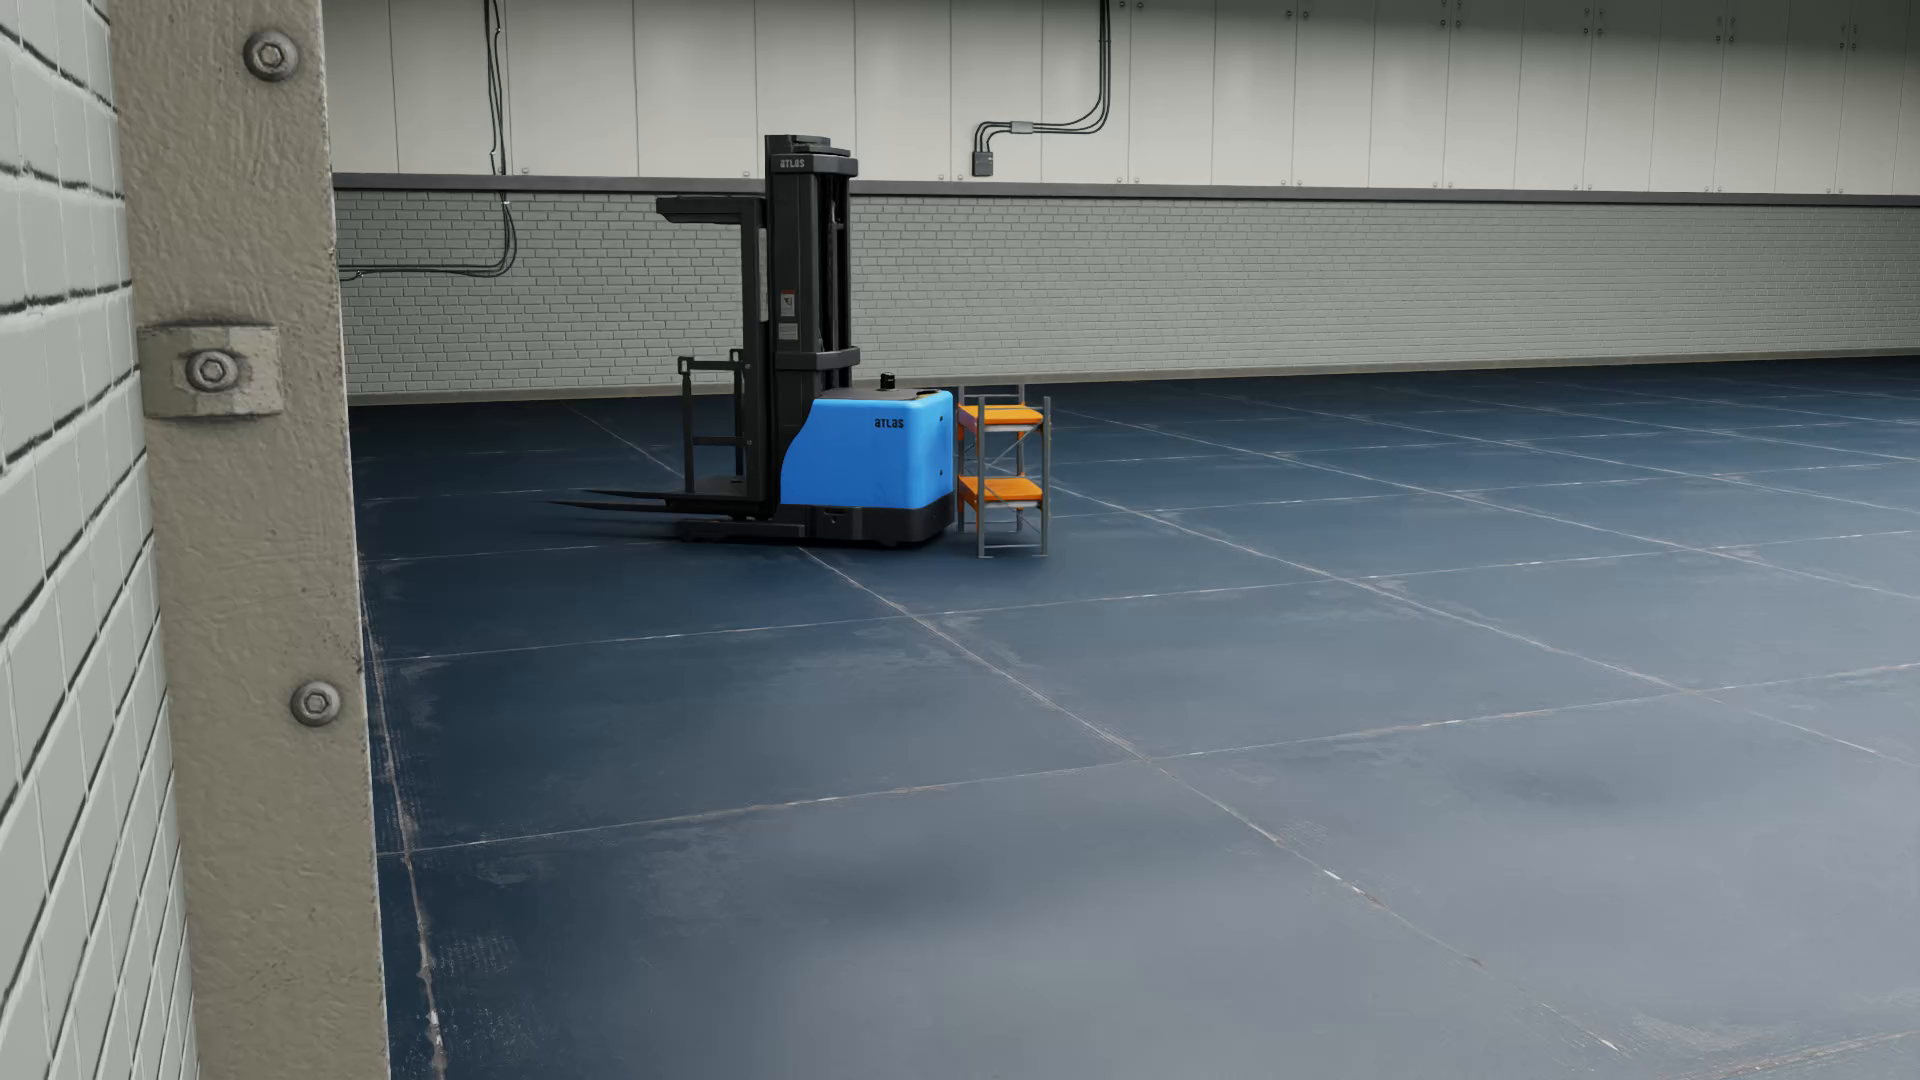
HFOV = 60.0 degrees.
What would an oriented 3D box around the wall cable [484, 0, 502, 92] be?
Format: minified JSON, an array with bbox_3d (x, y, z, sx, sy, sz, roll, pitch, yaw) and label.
[{"bbox_3d":[-5.048,-7.424,22.862,3.097,2.526,0.112,-4,11,-21],"label":"wall cable"}]

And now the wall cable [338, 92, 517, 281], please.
[{"bbox_3d":[-7.569,-4.765,22.339,3.097,2.526,0.112,-4,11,-21],"label":"wall cable"}]

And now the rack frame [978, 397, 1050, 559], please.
[{"bbox_3d":[0.374,-0.433,11.599,0.500,1.125,0.032,-1,10,-8],"label":"rack frame"}]

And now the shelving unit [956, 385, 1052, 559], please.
[{"bbox_3d":[0.303,-0.521,12.095,0.538,1.125,1.048,-1,10,-8],"label":"shelving unit"}]

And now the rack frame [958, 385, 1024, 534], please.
[{"bbox_3d":[0.233,-0.609,12.591,0.500,1.125,0.032,-1,10,-8],"label":"rack frame"}]

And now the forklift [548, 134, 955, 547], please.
[{"bbox_3d":[-1.614,-1.508,12.487,3.031,2.935,1.130,3,10,14],"label":"forklift"}]

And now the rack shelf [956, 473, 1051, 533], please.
[{"bbox_3d":[0.303,-0.280,12.138,0.538,0.278,1.000,-1,10,-8],"label":"rack shelf"}]

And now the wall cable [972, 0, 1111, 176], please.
[{"bbox_3d":[1.285,-8.568,25.142,2.305,6.003,0.169,-4,11,-21],"label":"wall cable"}]

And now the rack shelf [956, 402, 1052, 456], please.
[{"bbox_3d":[0.303,-0.809,12.044,0.538,0.278,1.000,-1,10,-8],"label":"rack shelf"}]
